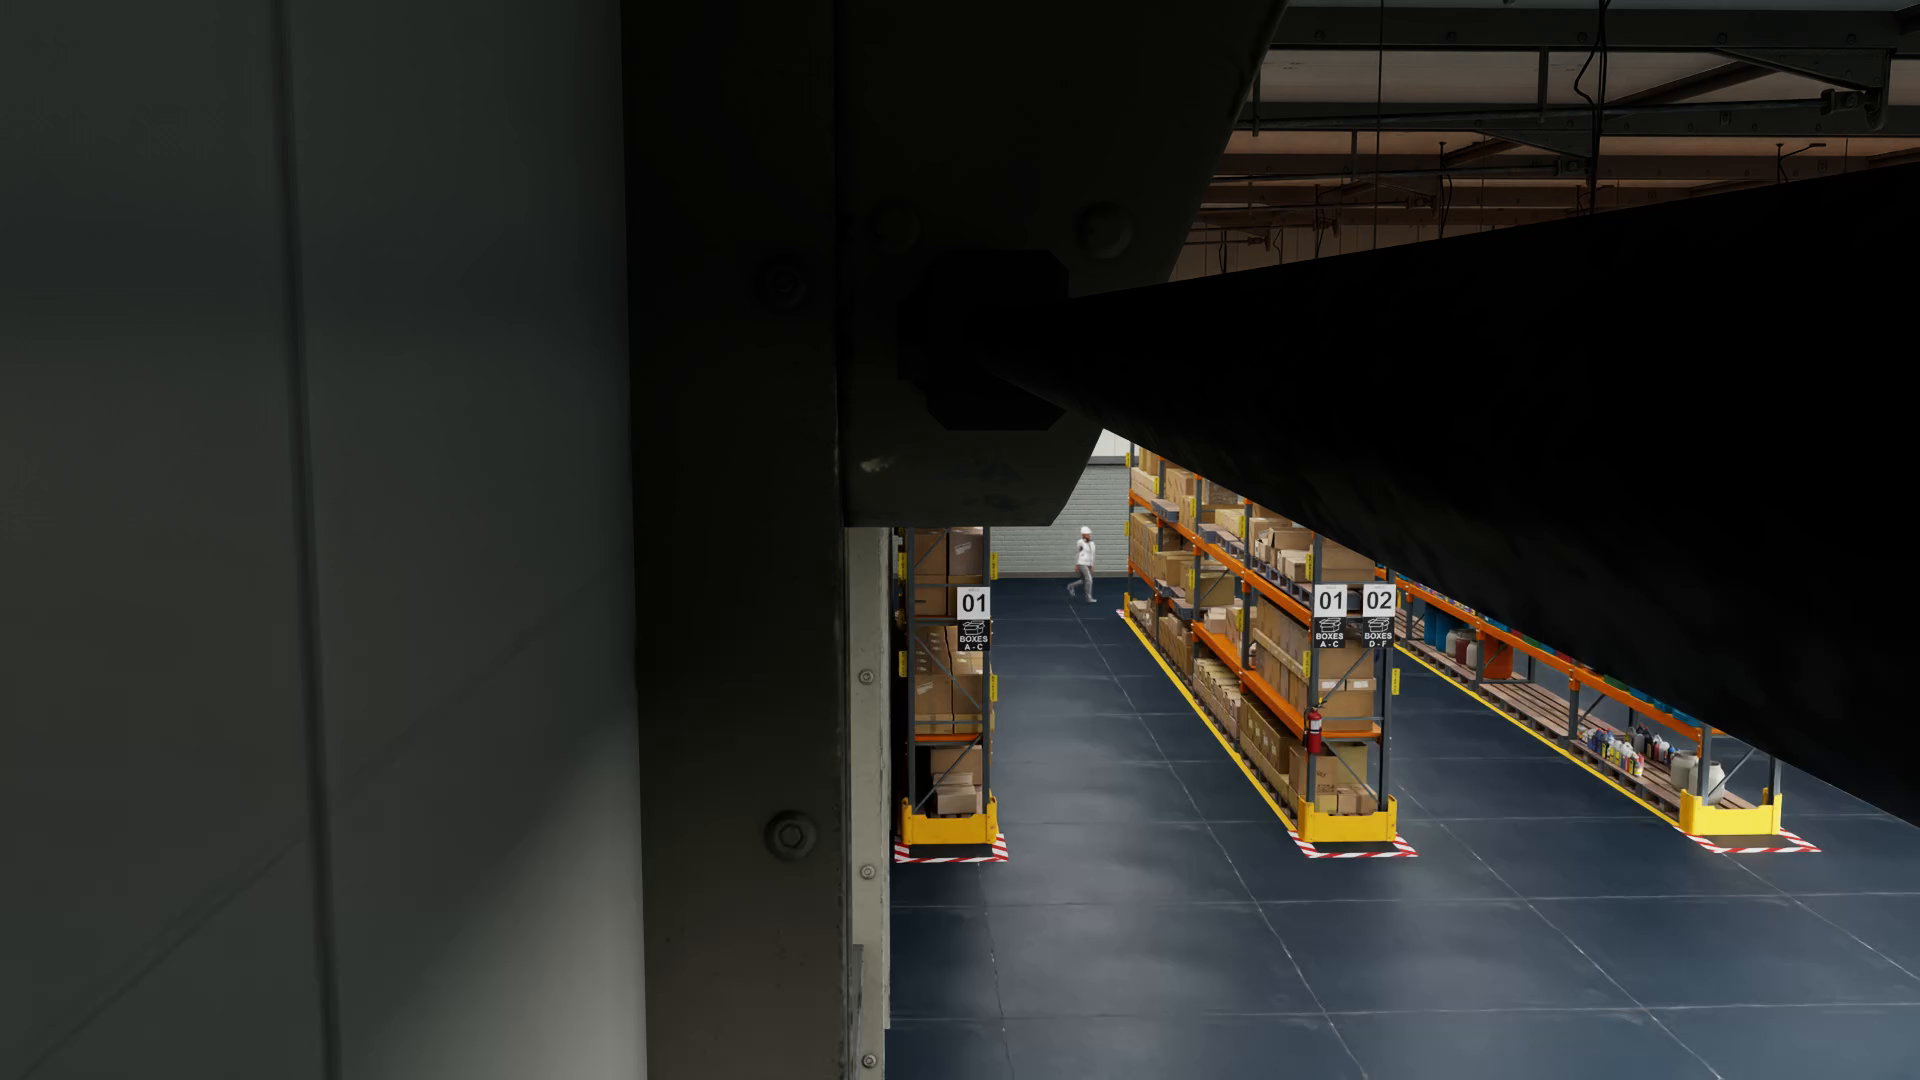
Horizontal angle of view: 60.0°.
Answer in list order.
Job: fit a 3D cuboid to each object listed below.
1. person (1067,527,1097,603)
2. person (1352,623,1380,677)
[{"bbox_3d":[2.838,0.550,38.391,0.900,1.742,0.528,5,9,33],"label":"person"},{"bbox_3d":[7.360,1.742,29.845,0.658,1.562,0.741,1,7,7],"label":"person"}]
